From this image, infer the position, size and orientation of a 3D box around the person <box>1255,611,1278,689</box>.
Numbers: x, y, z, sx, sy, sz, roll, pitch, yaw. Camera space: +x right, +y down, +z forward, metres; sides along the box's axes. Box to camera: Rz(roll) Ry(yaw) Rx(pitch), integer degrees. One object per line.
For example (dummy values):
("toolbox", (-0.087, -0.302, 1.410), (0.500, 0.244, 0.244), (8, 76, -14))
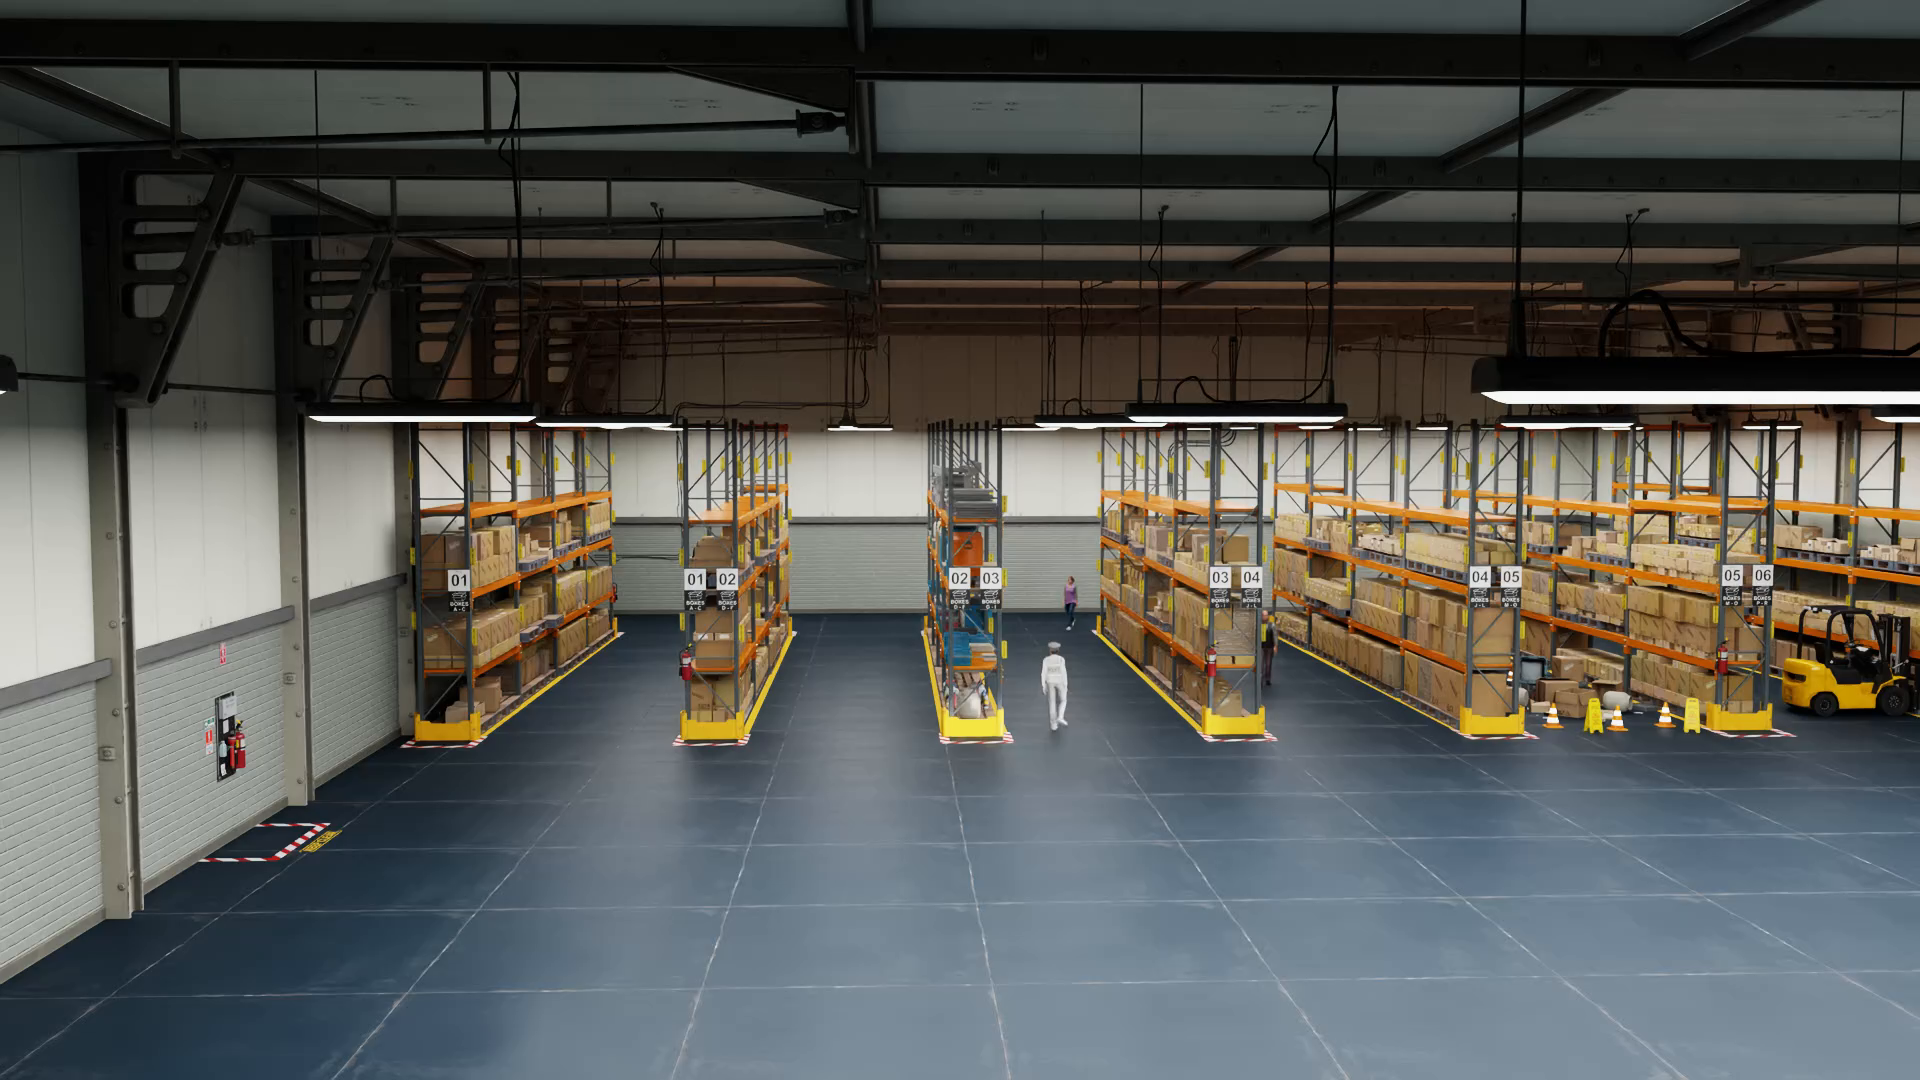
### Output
("person", (6.891, 2.468, 37.571), (0.591, 1.748, 0.632), (1, 4, 13))

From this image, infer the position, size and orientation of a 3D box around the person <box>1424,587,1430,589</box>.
("person", (12.016, 2.120, 42.674), (0.528, 1.817, 0.557), (-1, 4, -13))

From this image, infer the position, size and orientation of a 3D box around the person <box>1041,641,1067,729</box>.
("person", (1.832, 2.814, 32.212), (0.515, 1.673, 0.434), (1, 4, 10))

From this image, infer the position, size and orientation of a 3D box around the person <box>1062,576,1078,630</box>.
("person", (3.241, 1.829, 48.469), (0.424, 1.539, 0.866), (2, 4, 26))
